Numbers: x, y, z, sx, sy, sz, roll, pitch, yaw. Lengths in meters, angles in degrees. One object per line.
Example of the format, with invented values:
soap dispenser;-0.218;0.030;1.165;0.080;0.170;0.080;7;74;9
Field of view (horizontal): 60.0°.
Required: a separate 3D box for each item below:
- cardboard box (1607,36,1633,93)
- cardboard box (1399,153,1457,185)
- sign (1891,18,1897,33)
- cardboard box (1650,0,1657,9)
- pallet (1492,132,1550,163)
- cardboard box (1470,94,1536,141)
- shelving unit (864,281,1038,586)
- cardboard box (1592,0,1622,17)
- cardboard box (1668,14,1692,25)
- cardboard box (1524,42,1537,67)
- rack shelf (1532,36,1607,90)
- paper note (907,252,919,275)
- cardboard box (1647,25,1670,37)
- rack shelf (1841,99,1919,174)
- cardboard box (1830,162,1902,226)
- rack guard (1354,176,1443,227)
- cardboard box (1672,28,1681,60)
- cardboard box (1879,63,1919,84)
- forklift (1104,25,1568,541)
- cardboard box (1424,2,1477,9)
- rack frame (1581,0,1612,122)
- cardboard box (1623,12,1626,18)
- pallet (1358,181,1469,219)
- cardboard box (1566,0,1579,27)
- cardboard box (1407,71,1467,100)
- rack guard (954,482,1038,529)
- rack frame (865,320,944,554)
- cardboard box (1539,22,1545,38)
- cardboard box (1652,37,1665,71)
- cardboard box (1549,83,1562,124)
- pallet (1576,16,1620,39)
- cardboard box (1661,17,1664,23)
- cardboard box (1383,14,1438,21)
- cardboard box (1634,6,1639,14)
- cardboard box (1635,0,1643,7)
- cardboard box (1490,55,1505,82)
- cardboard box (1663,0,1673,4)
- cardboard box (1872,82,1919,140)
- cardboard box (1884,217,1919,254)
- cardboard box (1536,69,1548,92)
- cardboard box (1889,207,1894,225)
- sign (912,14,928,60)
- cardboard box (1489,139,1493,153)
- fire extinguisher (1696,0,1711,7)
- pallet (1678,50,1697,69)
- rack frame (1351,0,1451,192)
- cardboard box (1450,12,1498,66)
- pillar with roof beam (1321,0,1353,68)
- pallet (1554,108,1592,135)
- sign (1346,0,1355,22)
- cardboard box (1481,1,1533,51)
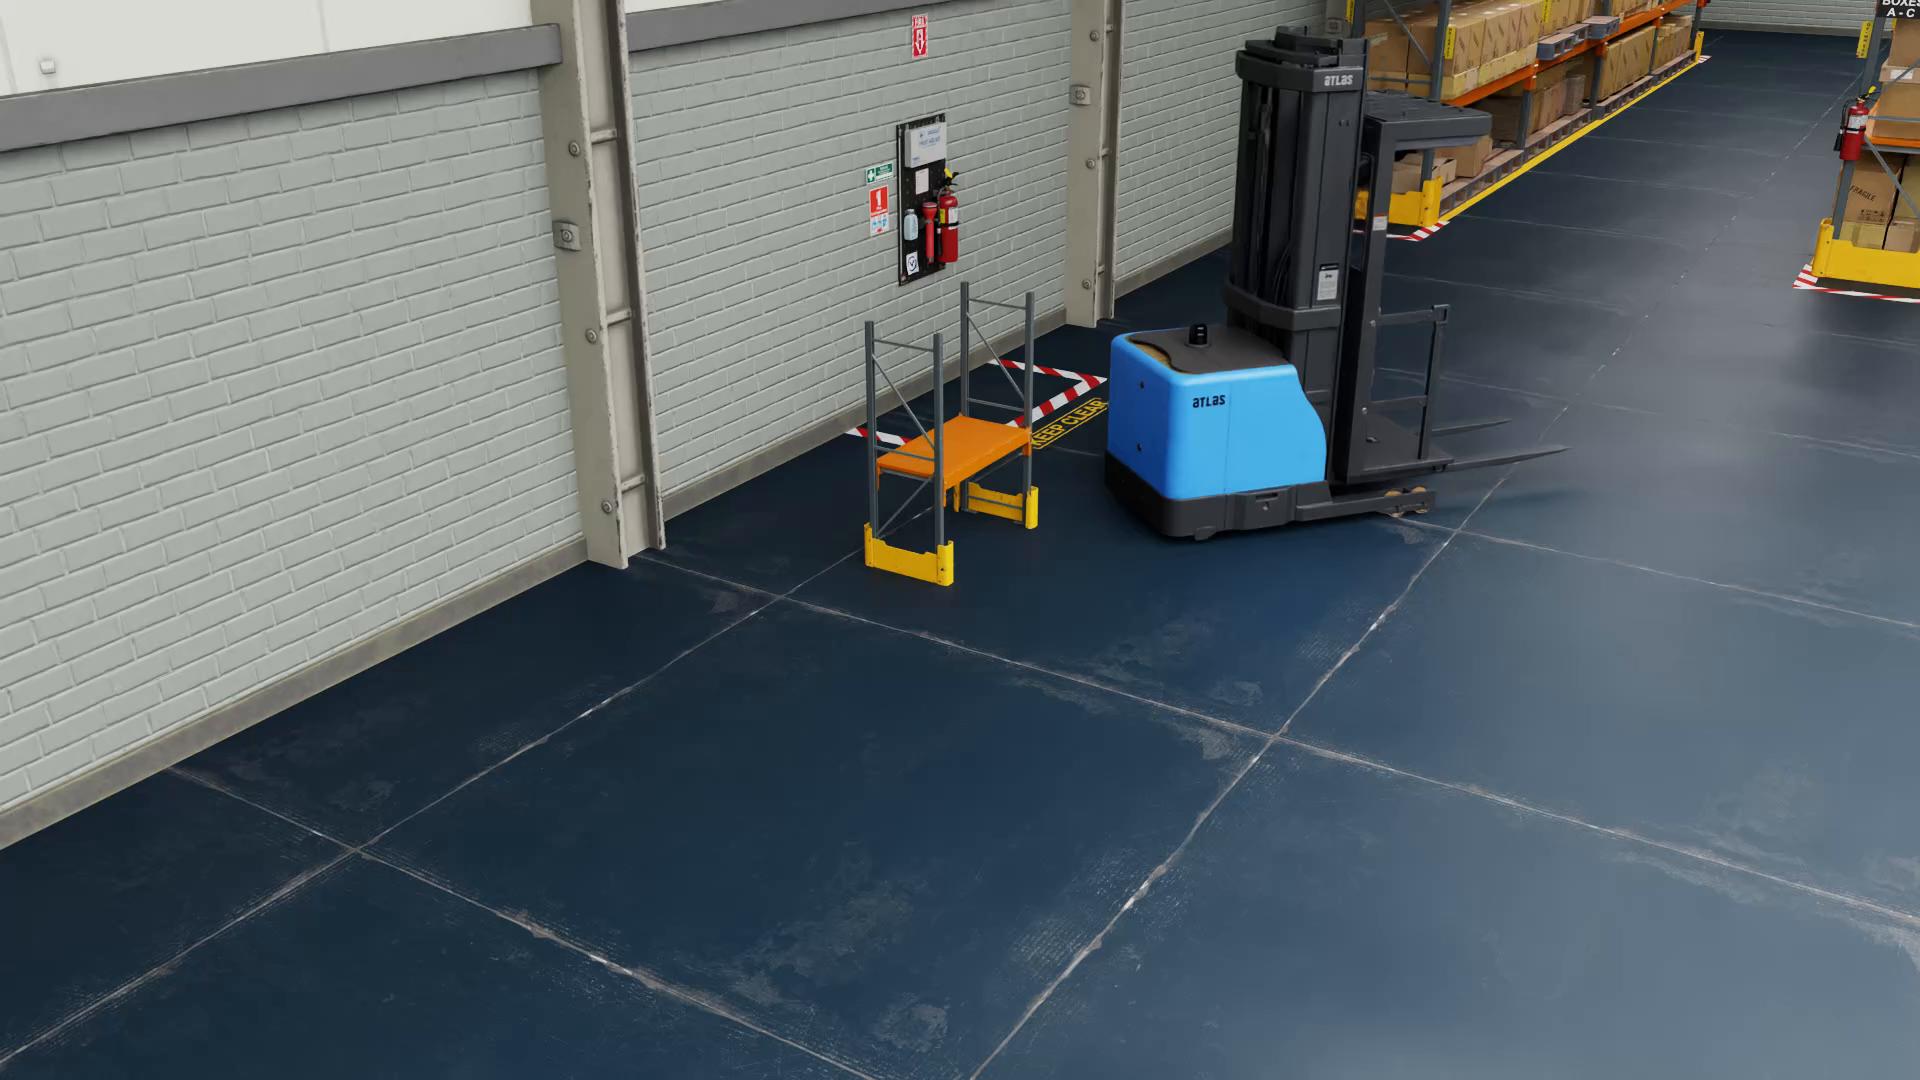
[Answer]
cardboard box;9.856;-7.355;25.642;0.750;0.750;0.750;14;27;29
cardboard box;5.411;-4.309;19.259;0.500;0.311;0.500;16;28;33
sign;10.524;-5.853;18.636;0.100;0.325;0.005;14;27;29
cardboard box;10.948;-8.614;26.664;0.380;0.149;0.250;14;27;30
pallet;7.189;-5.267;22.152;1.003;0.211;1.213;14;27;29
cardboard box;7.153;-5.591;21.981;0.700;0.500;0.500;15;28;31
shelving unit;-0.040;-0.663;9.893;0.587;1.500;1.083;14;27;29
cardboard box;9.363;-7.936;24.281;0.500;0.500;0.500;15;27;30
cardboard box;12.912;-9.339;29.848;0.380;0.149;0.250;14;27;28
cardboard box;6.787;-6.001;20.500;0.500;0.250;0.500;14;27;29
rack shelf;7.834;-6.629;22.692;1.077;0.370;4.000;14;27;29
paper note;-0.349;-2.051;12.320;0.016;0.148;0.142;14;27;29
cardboard box;11.817;-8.636;28.224;0.380;0.149;0.250;15;28;31
rack shelf;9.935;-4.242;17.179;1.077;0.370;4.000;14;27;29
cardboard box;8.910;-3.416;16.353;0.500;0.500;0.500;14;27;29
rack guard;4.709;-3.813;18.427;1.175;0.500;0.348;14;27;29
cardboard box;12.296;-8.784;29.382;0.700;0.500;0.500;13;27;27
cardboard box;8.919;-4.410;15.718;0.380;0.149;0.250;13;27;28
forklift;2.519;-1.679;10.439;3.031;2.935;1.130;-8;25;-17
cardboard box;5.810;-6.113;19.814;0.500;0.500;0.500;15;27;30
rack frame;8.889;-7.634;24.109;1.000;3.000;0.127;14;27;29
cardboard box;9.915;-8.031;25.316;0.380;0.149;0.250;14;27;30
pallet;5.168;-3.947;19.101;1.003;0.211;1.213;14;27;29
cardboard box;8.012;-7.296;22.648;0.700;0.500;0.500;14;27;29
cardboard box;5.197;-4.972;18.124;0.500;0.250;0.500;13;27;27
rack guard;0.223;-0.257;10.529;0.587;0.250;0.087;14;27;29
rack frame;-0.313;-0.488;9.489;0.500;1.500;0.032;14;27;29
cardboard box;7.077;-6.696;21.263;0.700;0.500;0.500;14;27;29
cardboard box;11.481;-8.261;28.174;0.700;0.500;0.500;14;27;30
cardboard box;7.945;-6.112;23.185;0.700;0.500;0.500;14;27;29
pallet;8.604;-7.283;23.540;1.213;0.211;1.003;14;27;29
cardboard box;12.322;-9.249;29.640;0.380;0.149;0.250;14;27;29
cardboard box;5.011;-5.590;18.607;0.500;0.500;0.500;14;27;30
cardboard box;10.354;-8.285;25.903;0.380;0.149;0.250;13;27;28
cardboard box;10.178;-8.455;25.481;0.500;0.500;0.500;15;27;30
cardboard box;6.001;-5.492;19.323;0.500;0.250;0.500;14;27;29
cardboard box;11.299;-9.301;27.583;0.980;0.700;0.700;14;27;30
cardboard box;9.137;-4.098;15.814;0.700;0.500;0.500;14;27;29
cardboard box;9.352;-2.962;16.250;0.500;0.250;0.500;14;27;29
cardboard box;7.654;-6.261;22.585;0.500;0.250;0.500;13;27;27
cardboard box;9.165;-3.242;16.896;0.500;0.250;0.500;14;27;29
sign;-0.286;-3.582;11.832;0.001;0.298;0.199;14;27;29
cardboard box;6.523;-4.999;21.034;0.380;0.166;0.250;10;25;22
fire extinguisher;13.581;-10.082;30.330;0.296;0.674;0.183;14;27;29
pallet;12.754;-8.768;30.239;1.003;0.211;1.213;14;27;29
rack frame;4.669;-4.934;17.872;1.000;3.000;0.127;14;27;29
cardboard box;5.724;-5.654;18.755;0.500;0.500;0.500;13;27;27
pillar with roof beam;7.961;-7.202;15.560;9.100;9.000;0.400;14;27;29
pallet;8.476;-6.091;24.054;1.003;0.211;1.213;14;27;29
sign;4.208;-5.733;17.863;0.100;0.325;0.005;14;27;29
cardboard box;6.534;-6.174;19.957;0.500;0.500;0.500;14;27;29
